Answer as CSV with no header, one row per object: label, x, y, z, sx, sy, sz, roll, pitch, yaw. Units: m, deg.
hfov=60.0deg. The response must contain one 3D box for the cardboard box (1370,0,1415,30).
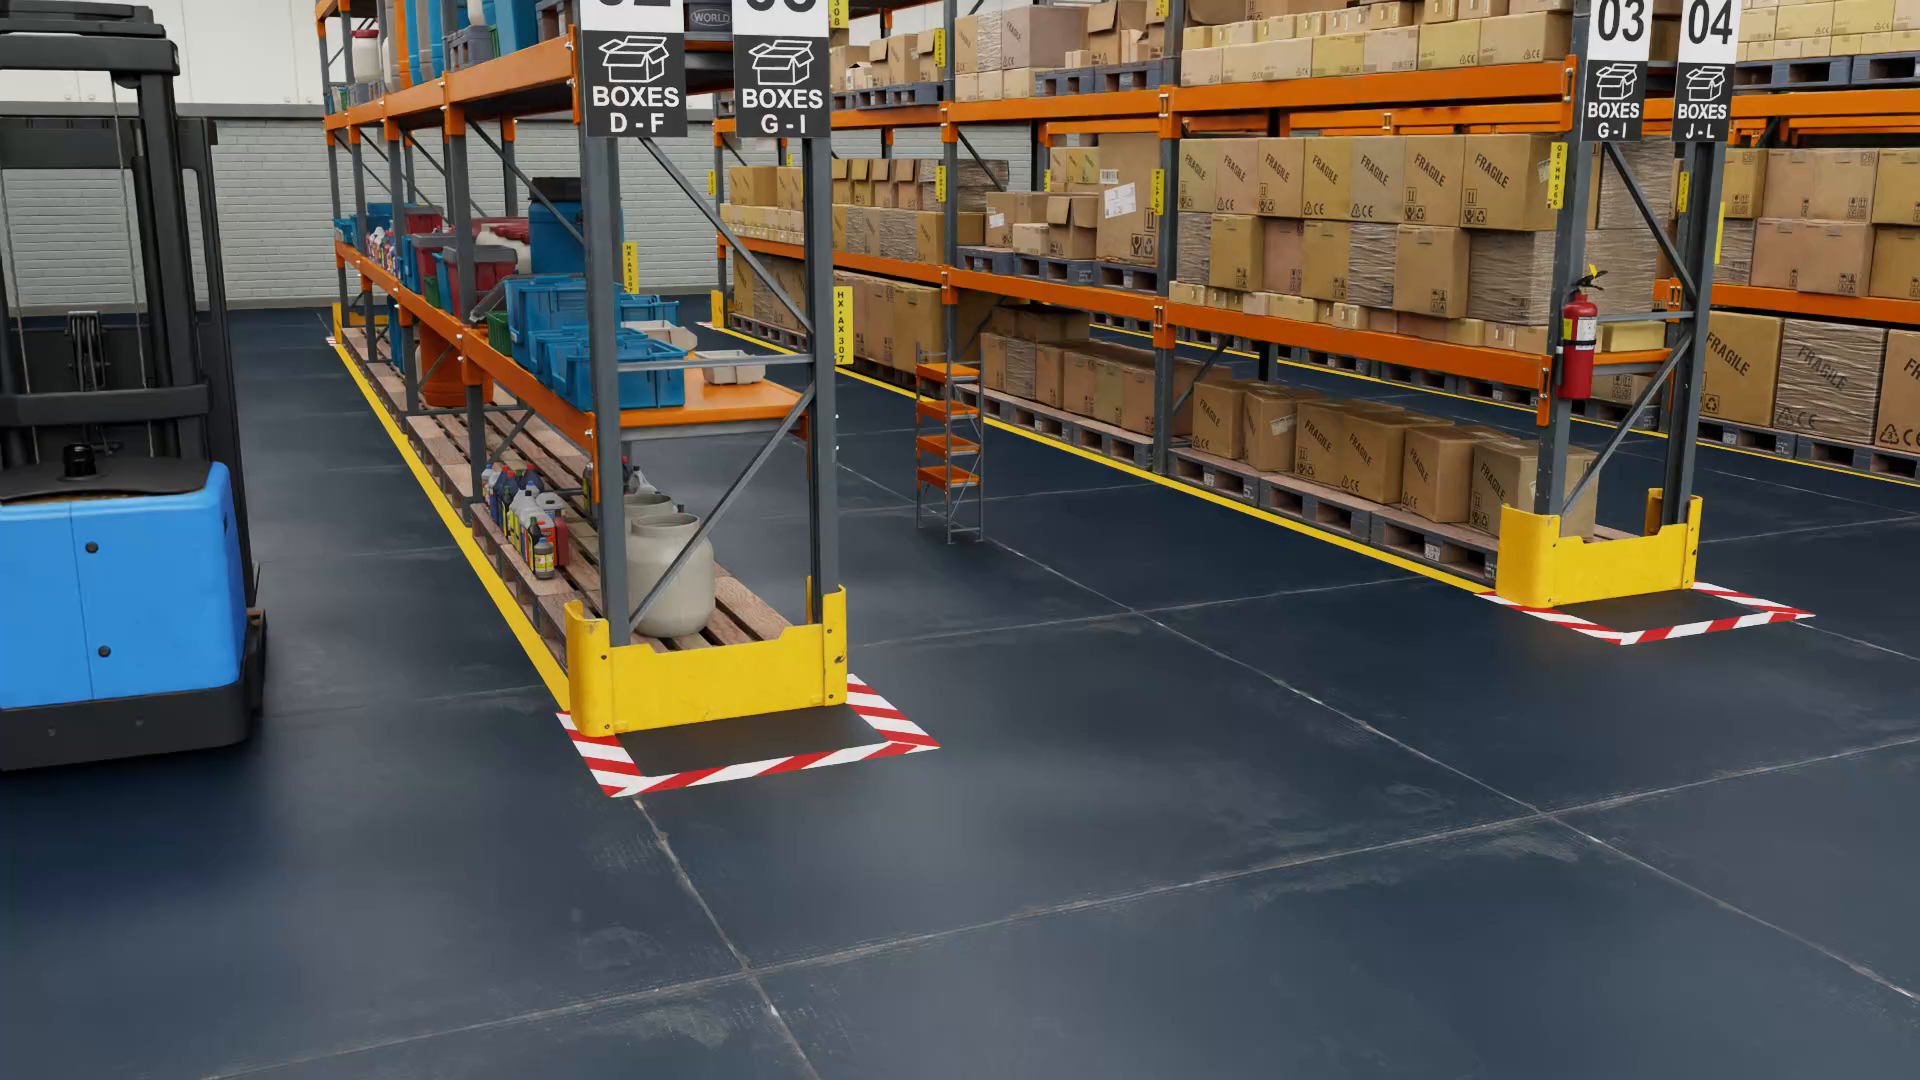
cardboard box,2.621,-3.049,9.687,0.380,0.149,0.250,-6,15,-26

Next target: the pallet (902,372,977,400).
pallet,0.081,-1.632,16.952,1.003,0.211,1.213,-6,14,-23

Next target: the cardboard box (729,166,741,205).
cardboard box,-2.732,-4.684,21.965,0.500,0.500,0.500,-6,14,-24

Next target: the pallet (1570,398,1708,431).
pallet,6.137,-1.215,15.153,1.003,0.211,1.213,-6,14,-23

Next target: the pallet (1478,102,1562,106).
pallet,5.670,-4.258,15.882,1.003,0.211,1.213,-5,14,-20

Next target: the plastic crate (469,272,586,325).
plastic crate,-2.515,-1.397,9.891,0.767,0.338,0.504,-6,14,-23

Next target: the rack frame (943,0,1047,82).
rack frame,0.328,-5.743,15.228,1.000,3.000,0.127,-6,14,-23

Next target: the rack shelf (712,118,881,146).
rack shelf,-2.076,-5.171,21.003,1.077,0.370,4.000,-6,14,-23

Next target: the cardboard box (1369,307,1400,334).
cardboard box,2.713,-1.342,10.075,0.380,0.149,0.250,-6,14,-23

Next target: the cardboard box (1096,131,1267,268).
cardboard box,1.740,-2.668,12.983,1.000,1.000,1.000,-6,14,-23

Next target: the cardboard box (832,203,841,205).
cardboard box,-1.319,-3.578,18.956,0.500,0.500,0.500,-6,14,-23

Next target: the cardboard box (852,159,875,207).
cardboard box,-0.747,-3.910,18.167,0.797,0.503,0.637,-5,14,-22

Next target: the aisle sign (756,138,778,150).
aisle sign,-2.631,-5.782,22.934,0.394,0.787,0.004,-6,14,-23

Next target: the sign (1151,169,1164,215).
sign,1.423,-2.507,11.984,0.100,0.325,0.005,-6,14,-23

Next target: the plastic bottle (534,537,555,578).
plastic bottle,-2.143,0.089,8.565,0.097,0.201,0.097,0,13,0

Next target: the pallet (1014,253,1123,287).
pallet,1.158,-2.322,14.175,1.003,0.211,1.213,-6,14,-23

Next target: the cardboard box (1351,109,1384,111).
cardboard box,4.451,-4.853,17.811,0.500,0.500,0.500,-6,14,-23

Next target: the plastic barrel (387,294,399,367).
plastic barrel,-5.610,-2.268,17.239,0.600,0.901,0.708,-6,14,-23

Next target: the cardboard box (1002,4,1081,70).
cardboard box,0.688,-4.246,14.078,0.500,0.500,0.500,-6,14,-25

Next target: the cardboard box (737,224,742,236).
cardboard box,-2.724,-4.088,21.939,0.380,0.149,0.250,-6,14,-24

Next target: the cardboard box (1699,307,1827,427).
cardboard box,6.703,-1.455,13.783,0.875,0.875,0.875,-5,14,-22

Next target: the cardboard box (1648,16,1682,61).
cardboard box,3.576,-2.679,8.973,0.500,0.250,0.500,-5,14,-21

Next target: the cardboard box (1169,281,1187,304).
cardboard box,1.741,-1.800,12.053,0.380,0.149,0.250,-6,14,-23

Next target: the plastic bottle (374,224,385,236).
plastic bottle,-5.952,-3.065,17.071,0.144,0.351,0.185,-6,14,-23

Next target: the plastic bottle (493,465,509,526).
plastic bottle,-2.665,-0.266,9.768,0.144,0.351,0.185,-5,14,-21

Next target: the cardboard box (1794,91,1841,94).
cardboard box,9.779,-5.029,18.573,0.700,0.500,0.500,-6,14,-23

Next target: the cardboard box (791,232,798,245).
cardboard box,-1.800,-3.611,19.878,0.380,0.149,0.250,-5,14,-22

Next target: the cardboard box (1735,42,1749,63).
cardboard box,6.350,-3.908,13.353,0.380,0.149,0.250,-6,14,-24

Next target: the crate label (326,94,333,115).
crate label,-7.341,-5.195,19.842,0.408,0.251,0.502,-6,14,-23

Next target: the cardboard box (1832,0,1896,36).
cardboard box,6.861,-3.873,12.320,0.500,0.250,0.500,-6,14,-24

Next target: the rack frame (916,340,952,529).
rack frame,-0.164,-0.669,10.600,0.240,1.200,0.015,-6,14,-23

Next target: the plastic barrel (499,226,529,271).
plastic barrel,-3.084,-1.982,11.980,0.433,0.535,0.433,0,13,0

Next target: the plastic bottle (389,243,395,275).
plastic bottle,-5.041,-2.509,14.844,0.097,0.271,0.097,0,13,0

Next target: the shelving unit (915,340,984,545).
shelving unit,-0.066,-0.619,10.382,0.258,1.200,0.503,-6,14,-23

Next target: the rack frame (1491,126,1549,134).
rack frame,7.806,-4.542,23.343,1.000,3.000,0.127,-6,14,-23

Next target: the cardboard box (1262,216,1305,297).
cardboard box,2.514,-1.889,10.996,0.875,0.500,0.500,-6,14,-23

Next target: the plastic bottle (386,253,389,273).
plastic bottle,-5.158,-2.535,15.113,0.097,0.201,0.097,0,13,0

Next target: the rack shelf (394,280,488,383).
rack shelf,-3.409,-1.610,12.267,1.077,0.370,4.000,-6,14,-23

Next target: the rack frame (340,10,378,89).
rack frame,-5.813,-6.122,16.866,1.000,3.000,0.127,-6,14,-23

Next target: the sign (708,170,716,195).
sign,-3.388,-4.885,22.728,0.100,0.325,0.005,-6,14,-23

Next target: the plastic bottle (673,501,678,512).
plastic bottle,-1.584,-0.079,9.134,0.097,0.271,0.097,0,13,0

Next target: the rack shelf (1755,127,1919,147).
rack shelf,13.153,-5.689,23.241,1.077,0.370,4.000,-6,14,-23

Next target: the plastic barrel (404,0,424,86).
plastic barrel,-3.535,-3.608,11.543,0.600,0.901,0.708,-6,14,-23

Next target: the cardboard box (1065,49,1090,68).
cardboard box,1.087,-3.925,13.609,0.380,0.166,0.250,-6,14,-25

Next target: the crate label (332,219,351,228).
crate label,-7.618,-3.893,20.776,0.416,0.233,0.303,-6,14,-23

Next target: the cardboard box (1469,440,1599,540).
cardboard box,3.298,-0.285,9.562,0.500,0.500,0.500,-3,13,-13

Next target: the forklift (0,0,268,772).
forklift,-3.845,-0.829,7.453,1.130,2.935,3.031,-5,14,-20

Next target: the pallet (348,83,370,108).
pallet,-5.409,-4.416,16.564,1.213,0.211,1.003,-6,14,-23

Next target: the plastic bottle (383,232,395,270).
plastic bottle,-5.247,-2.667,15.350,0.144,0.351,0.185,-6,14,-23

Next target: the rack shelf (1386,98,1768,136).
rack shelf,5.714,-3.945,15.708,1.077,0.370,4.000,-6,14,-23

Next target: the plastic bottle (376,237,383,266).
plastic bottle,-5.513,-2.770,15.961,0.152,0.276,0.135,-6,14,-23

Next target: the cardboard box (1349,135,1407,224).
cardboard box,2.682,-2.146,9.892,0.500,0.500,0.500,-6,14,-23

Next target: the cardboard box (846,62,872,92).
cardboard box,-0.917,-5.035,18.085,0.500,0.311,0.500,-6,14,-25

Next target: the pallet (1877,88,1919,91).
pallet,10.442,-4.610,17.402,1.213,0.211,1.003,-6,14,-23

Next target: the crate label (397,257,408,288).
crate label,-4.385,-2.171,13.468,0.303,0.233,0.416,-6,14,-23
